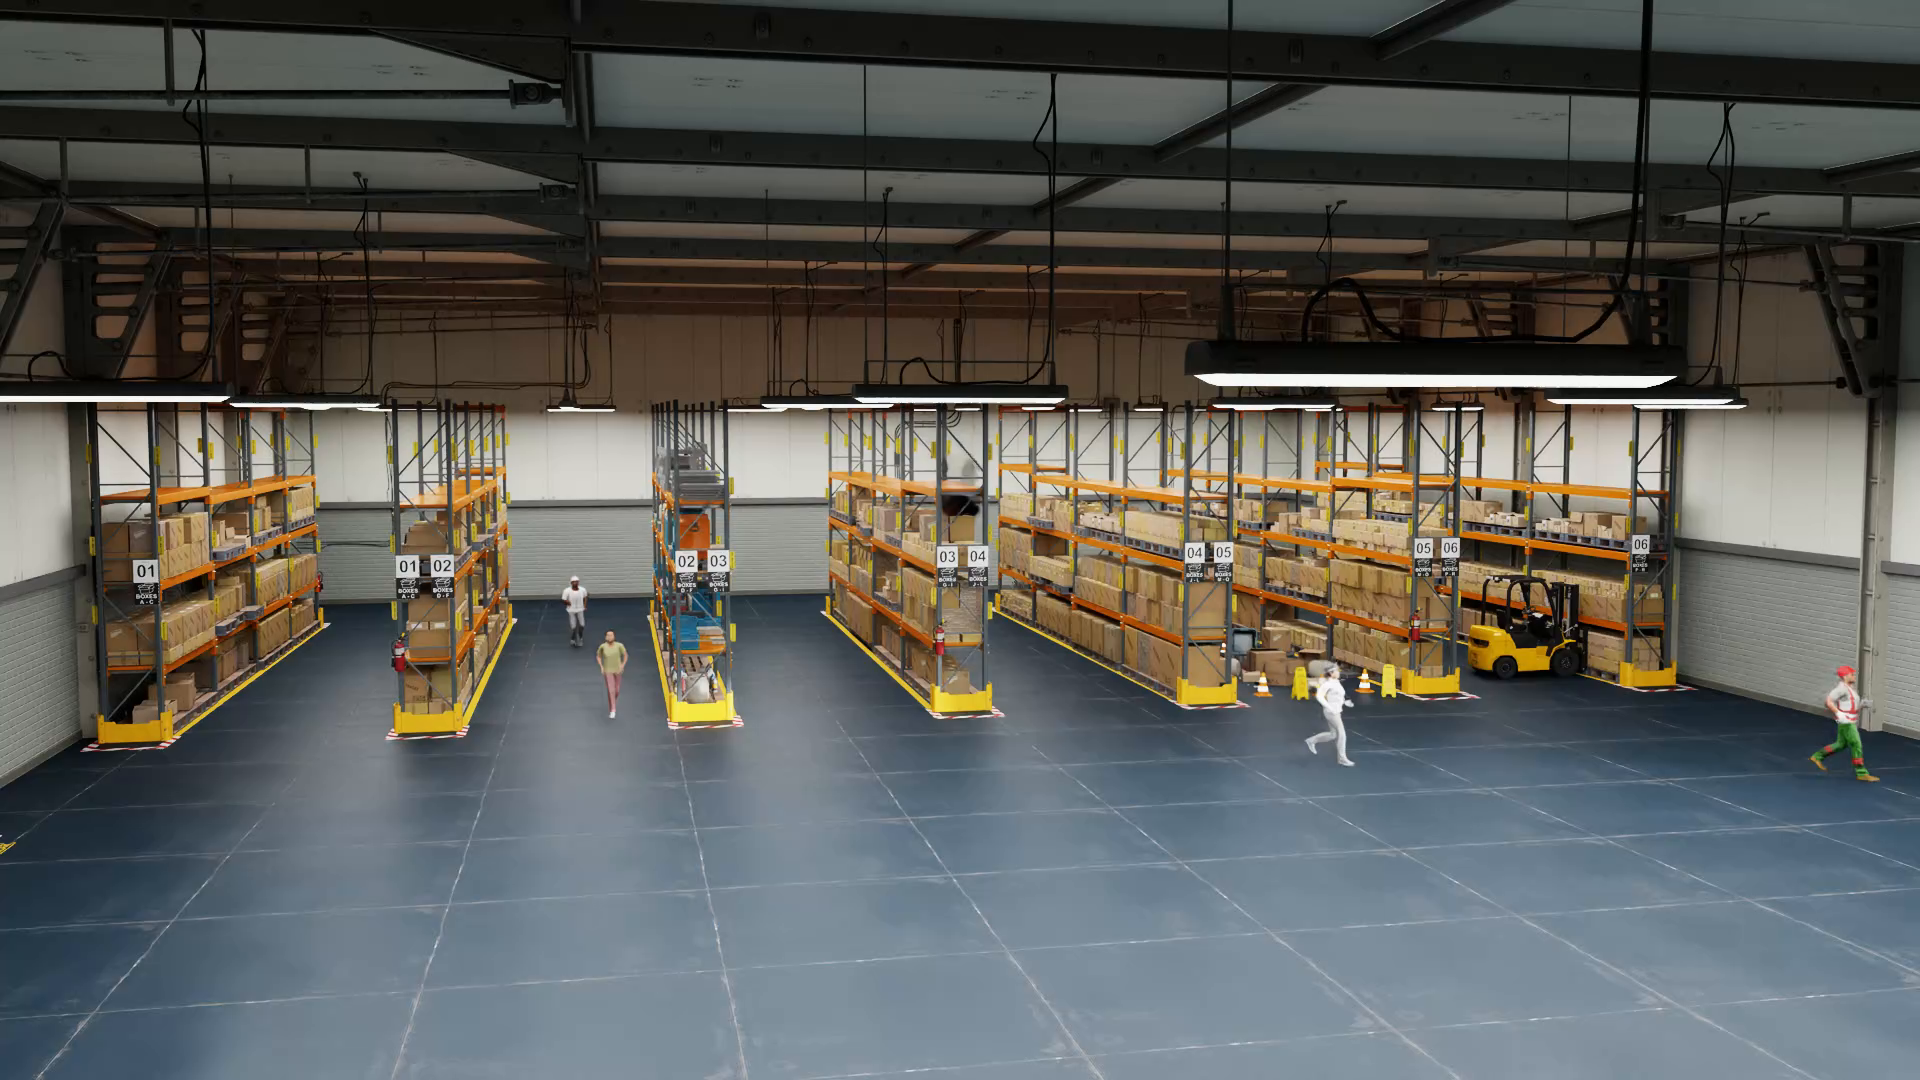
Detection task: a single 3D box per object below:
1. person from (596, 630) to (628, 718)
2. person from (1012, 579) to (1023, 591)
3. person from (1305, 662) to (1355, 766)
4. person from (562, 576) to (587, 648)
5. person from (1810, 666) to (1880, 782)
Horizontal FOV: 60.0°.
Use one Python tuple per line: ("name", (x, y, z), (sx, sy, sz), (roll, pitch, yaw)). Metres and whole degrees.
("person", (-6.628, 2.520, 31.689), (0.583, 1.669, 0.712), (-1, 4, -14))
("person", (1.814, 1.184, 49.899), (0.777, 1.586, 0.530), (-1, 4, -8))
("person", (6.070, 2.841, 27.268), (0.842, 1.696, 0.618), (2, 5, 26))
("person", (-9.453, 1.774, 40.909), (0.647, 1.778, 0.716), (-2, 5, -22))
("person", (13.862, 2.845, 26.019), (1.002, 1.765, 0.661), (3, 5, 36))
